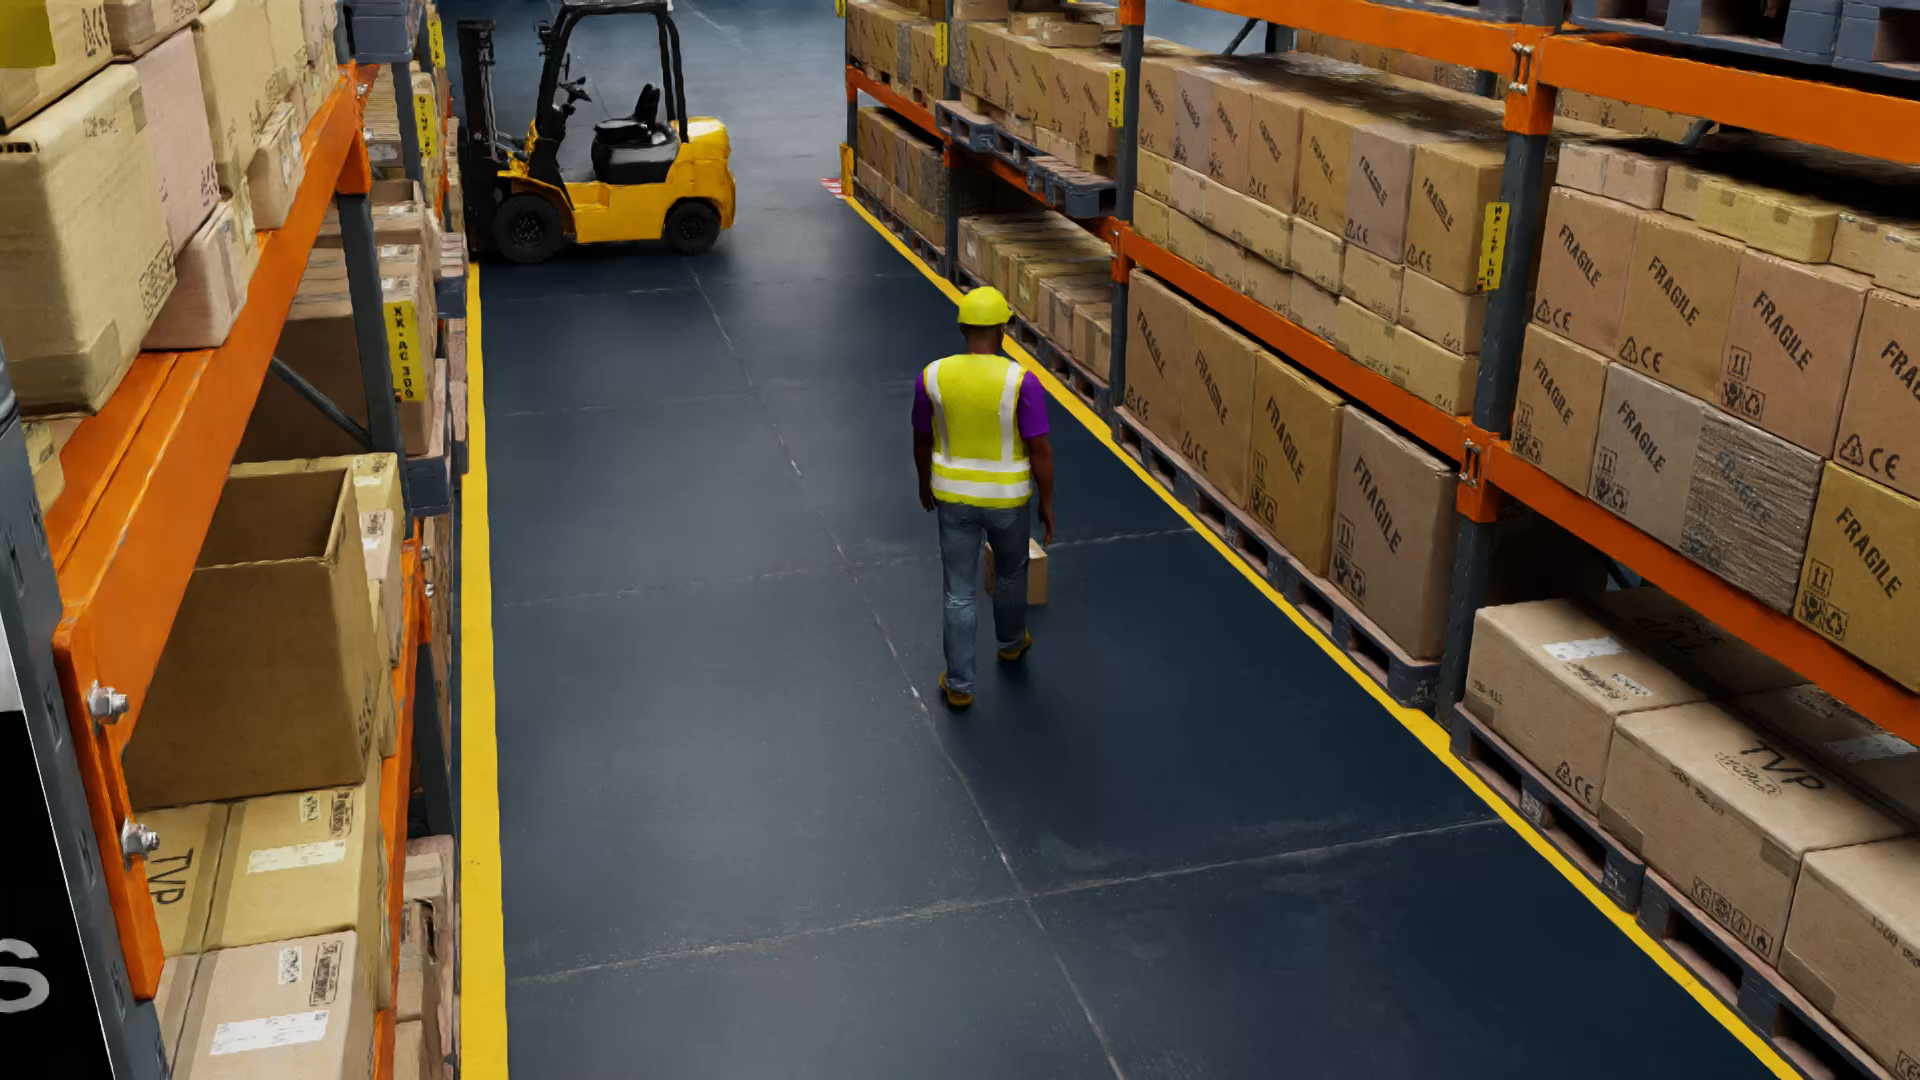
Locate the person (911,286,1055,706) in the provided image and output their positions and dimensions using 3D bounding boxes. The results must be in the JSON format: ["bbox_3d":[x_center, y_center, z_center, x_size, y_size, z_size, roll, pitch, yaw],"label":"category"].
[{"bbox_3d":[0.110,-0.229,7.060,0.623,1.746,0.765,3,23,7],"label":"person"}]
